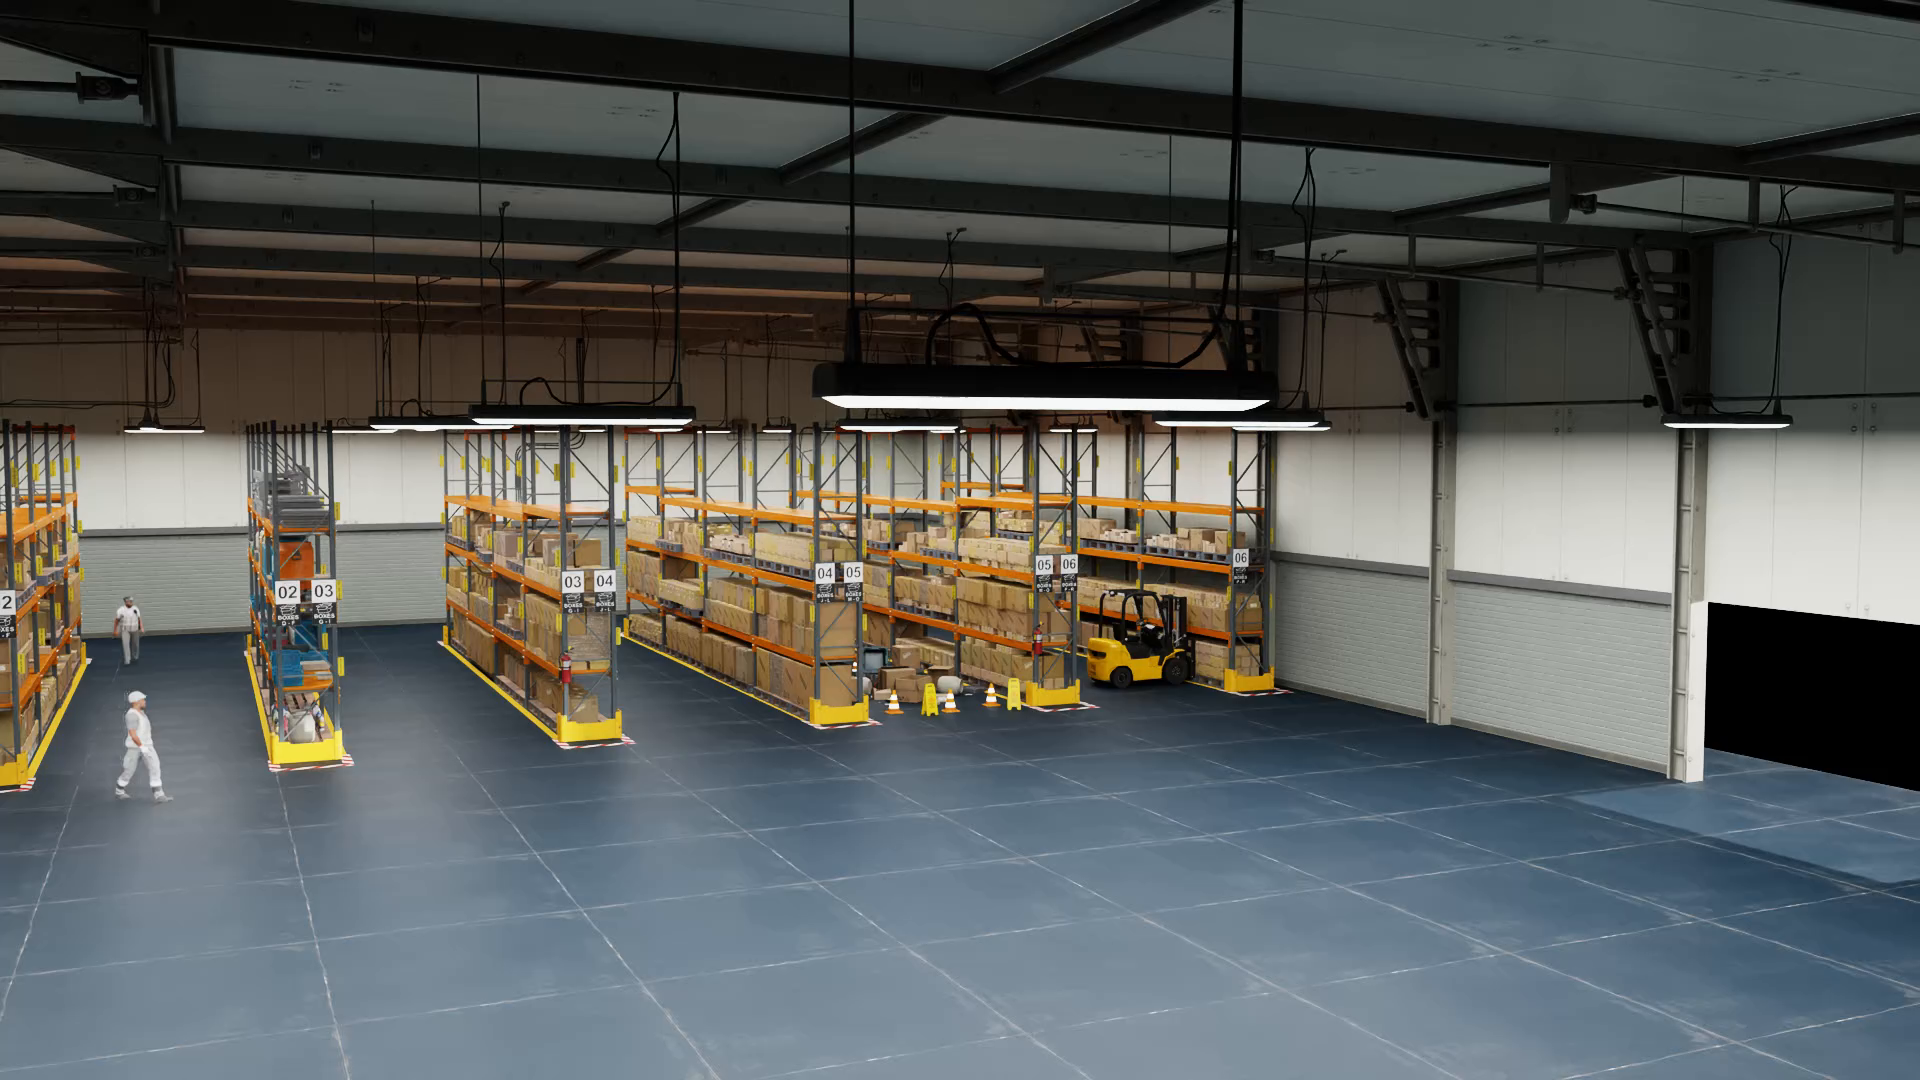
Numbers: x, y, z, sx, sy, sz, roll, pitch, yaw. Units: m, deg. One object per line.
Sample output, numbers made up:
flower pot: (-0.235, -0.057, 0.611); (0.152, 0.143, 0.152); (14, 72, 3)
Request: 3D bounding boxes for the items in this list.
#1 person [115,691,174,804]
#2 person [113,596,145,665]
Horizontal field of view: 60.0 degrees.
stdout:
person: (-12.744, 3.230, 25.861); (1.037, 1.744, 0.474); (2, 4, 27)
person: (-20.897, 2.250, 41.805); (0.715, 1.722, 1.086); (-2, 4, -26)
